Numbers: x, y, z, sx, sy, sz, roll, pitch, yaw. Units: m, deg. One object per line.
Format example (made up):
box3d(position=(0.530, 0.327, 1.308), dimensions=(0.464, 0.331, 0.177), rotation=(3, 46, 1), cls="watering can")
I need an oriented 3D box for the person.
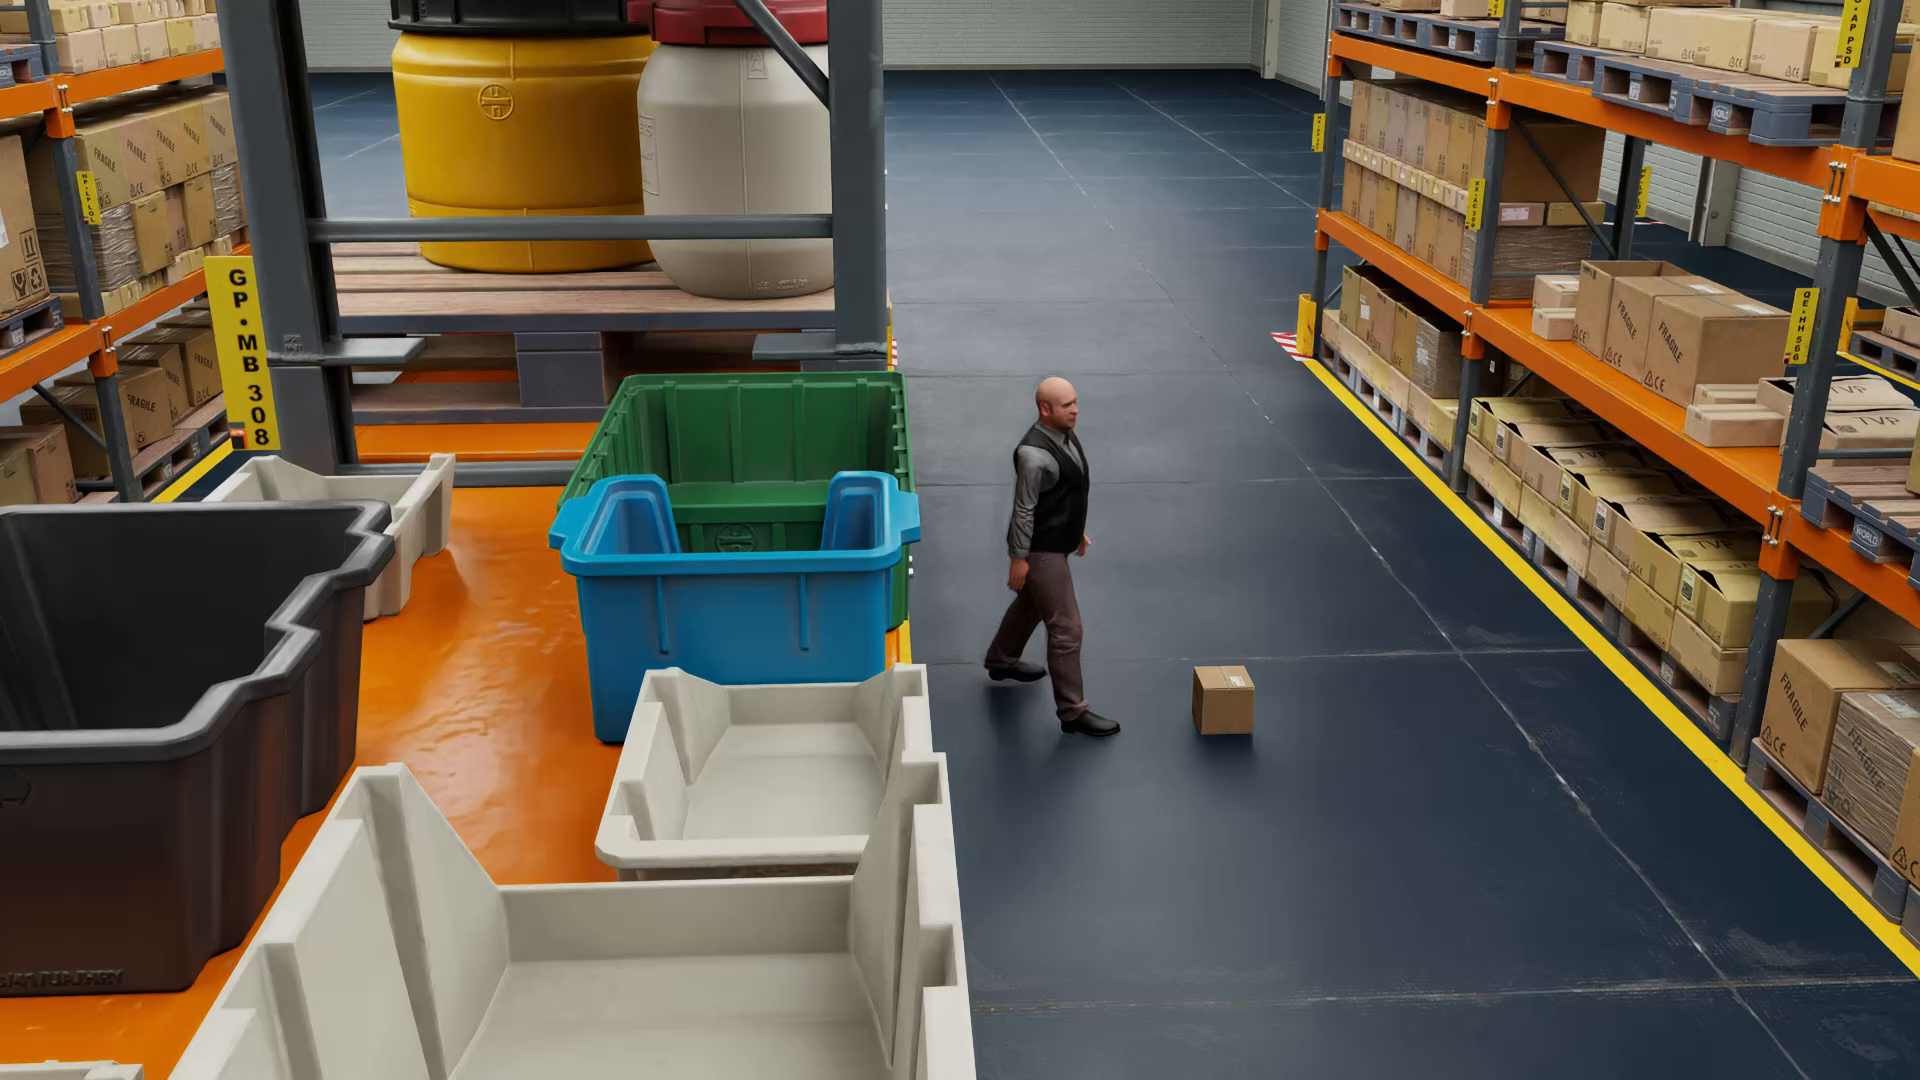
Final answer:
box3d(position=(0.457, 0.034, 8.034), dimensions=(0.801, 1.688, 0.654), rotation=(5, 21, 15), cls="person")
